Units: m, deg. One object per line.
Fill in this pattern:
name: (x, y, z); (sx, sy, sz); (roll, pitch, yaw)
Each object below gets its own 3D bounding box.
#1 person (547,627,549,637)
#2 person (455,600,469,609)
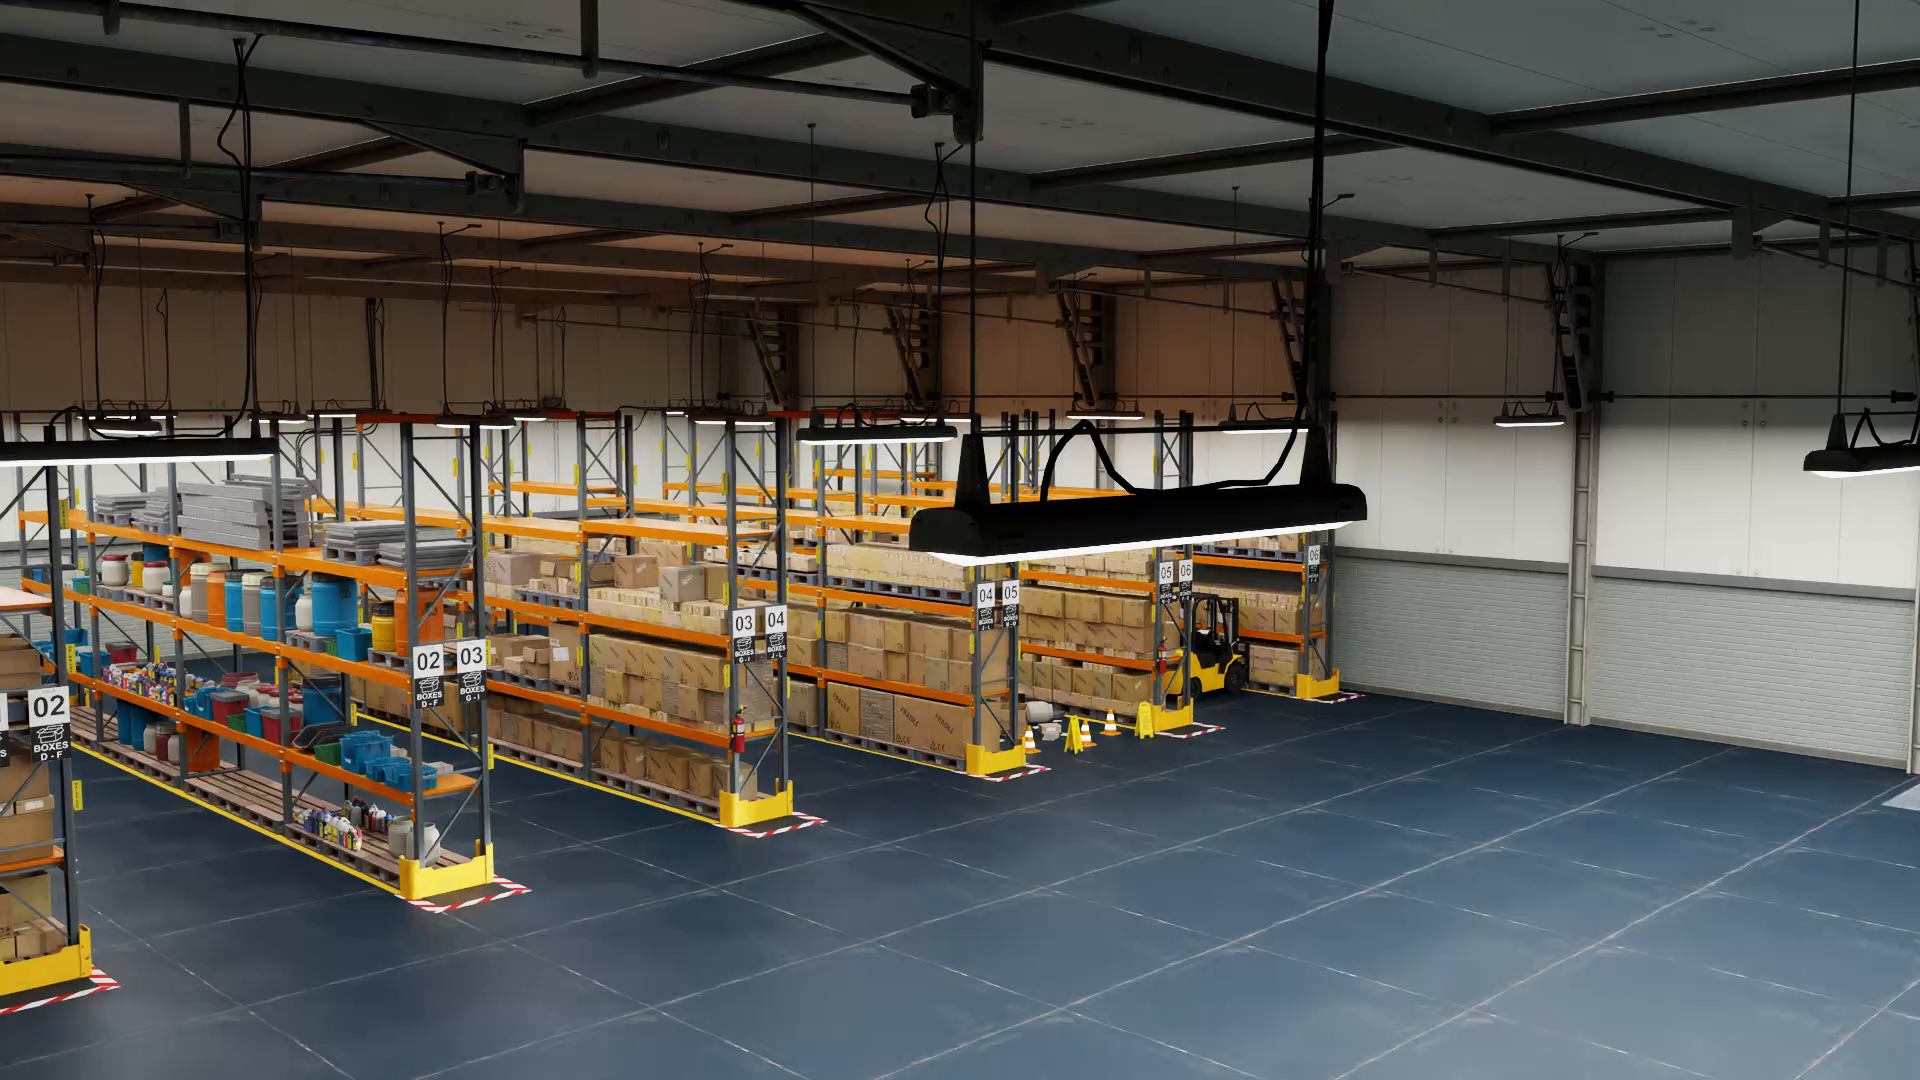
person: (-10.127, 1.911, 41.516); (0.574, 1.656, 0.955); (4, 7, 42)
person: (-11.374, 2.168, 37.892); (0.661, 1.811, 0.831); (-4, 6, -35)
